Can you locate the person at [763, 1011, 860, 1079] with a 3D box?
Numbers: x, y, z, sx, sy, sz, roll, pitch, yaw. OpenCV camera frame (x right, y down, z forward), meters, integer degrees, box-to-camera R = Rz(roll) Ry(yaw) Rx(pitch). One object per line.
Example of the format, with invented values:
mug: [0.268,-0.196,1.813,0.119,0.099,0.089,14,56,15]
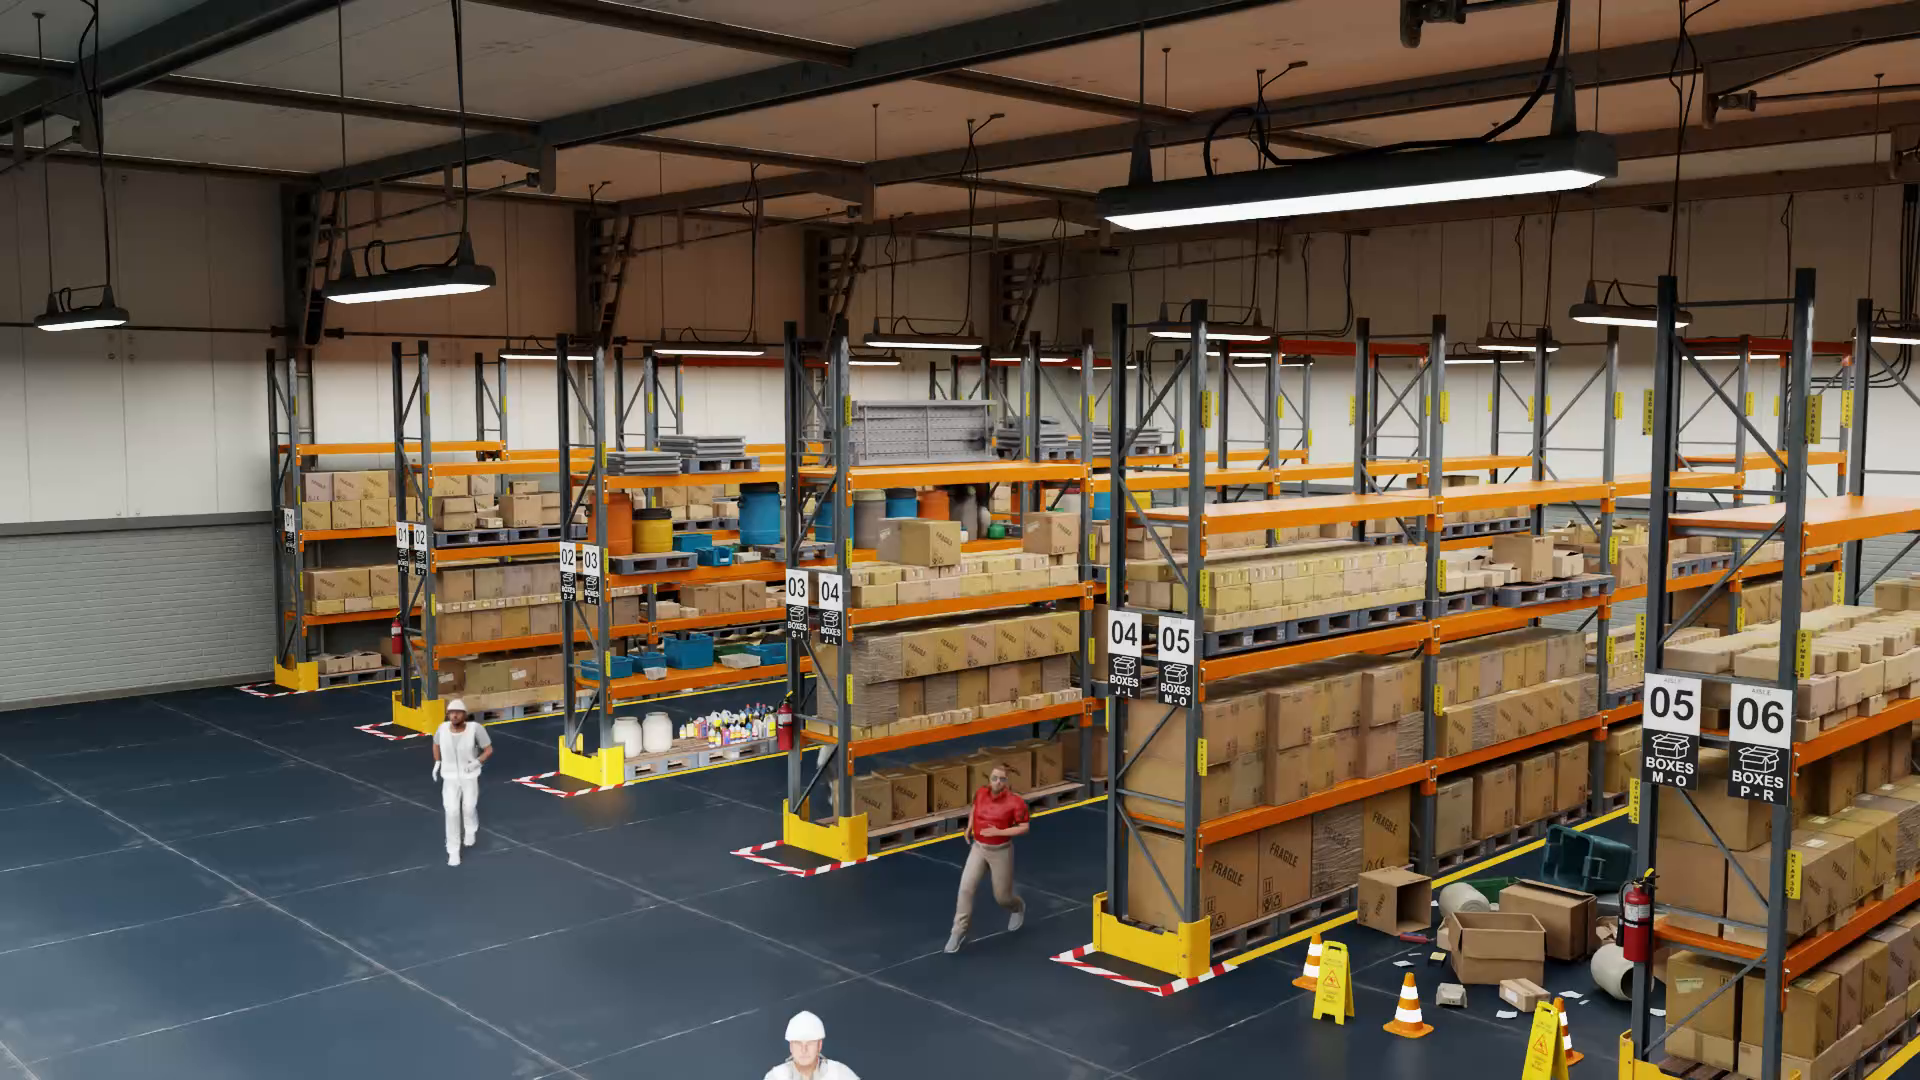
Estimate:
person: [-0.824,3.497,9.154,0.625,1.806,0.721,0,5,3]

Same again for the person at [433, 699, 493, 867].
person: [-5.562,2.670,18.617,0.674,1.826,0.823,-1,5,-9]

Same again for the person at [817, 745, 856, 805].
person: [-1.515,2.477,20.879,0.692,1.741,0.660,4,6,37]

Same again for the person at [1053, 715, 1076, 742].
person: [1.511,2.220,23.738,0.667,1.763,0.860,3,6,35]

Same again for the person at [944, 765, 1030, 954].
person: [0.337,2.973,15.682,0.680,1.724,0.967,2,5,26]
